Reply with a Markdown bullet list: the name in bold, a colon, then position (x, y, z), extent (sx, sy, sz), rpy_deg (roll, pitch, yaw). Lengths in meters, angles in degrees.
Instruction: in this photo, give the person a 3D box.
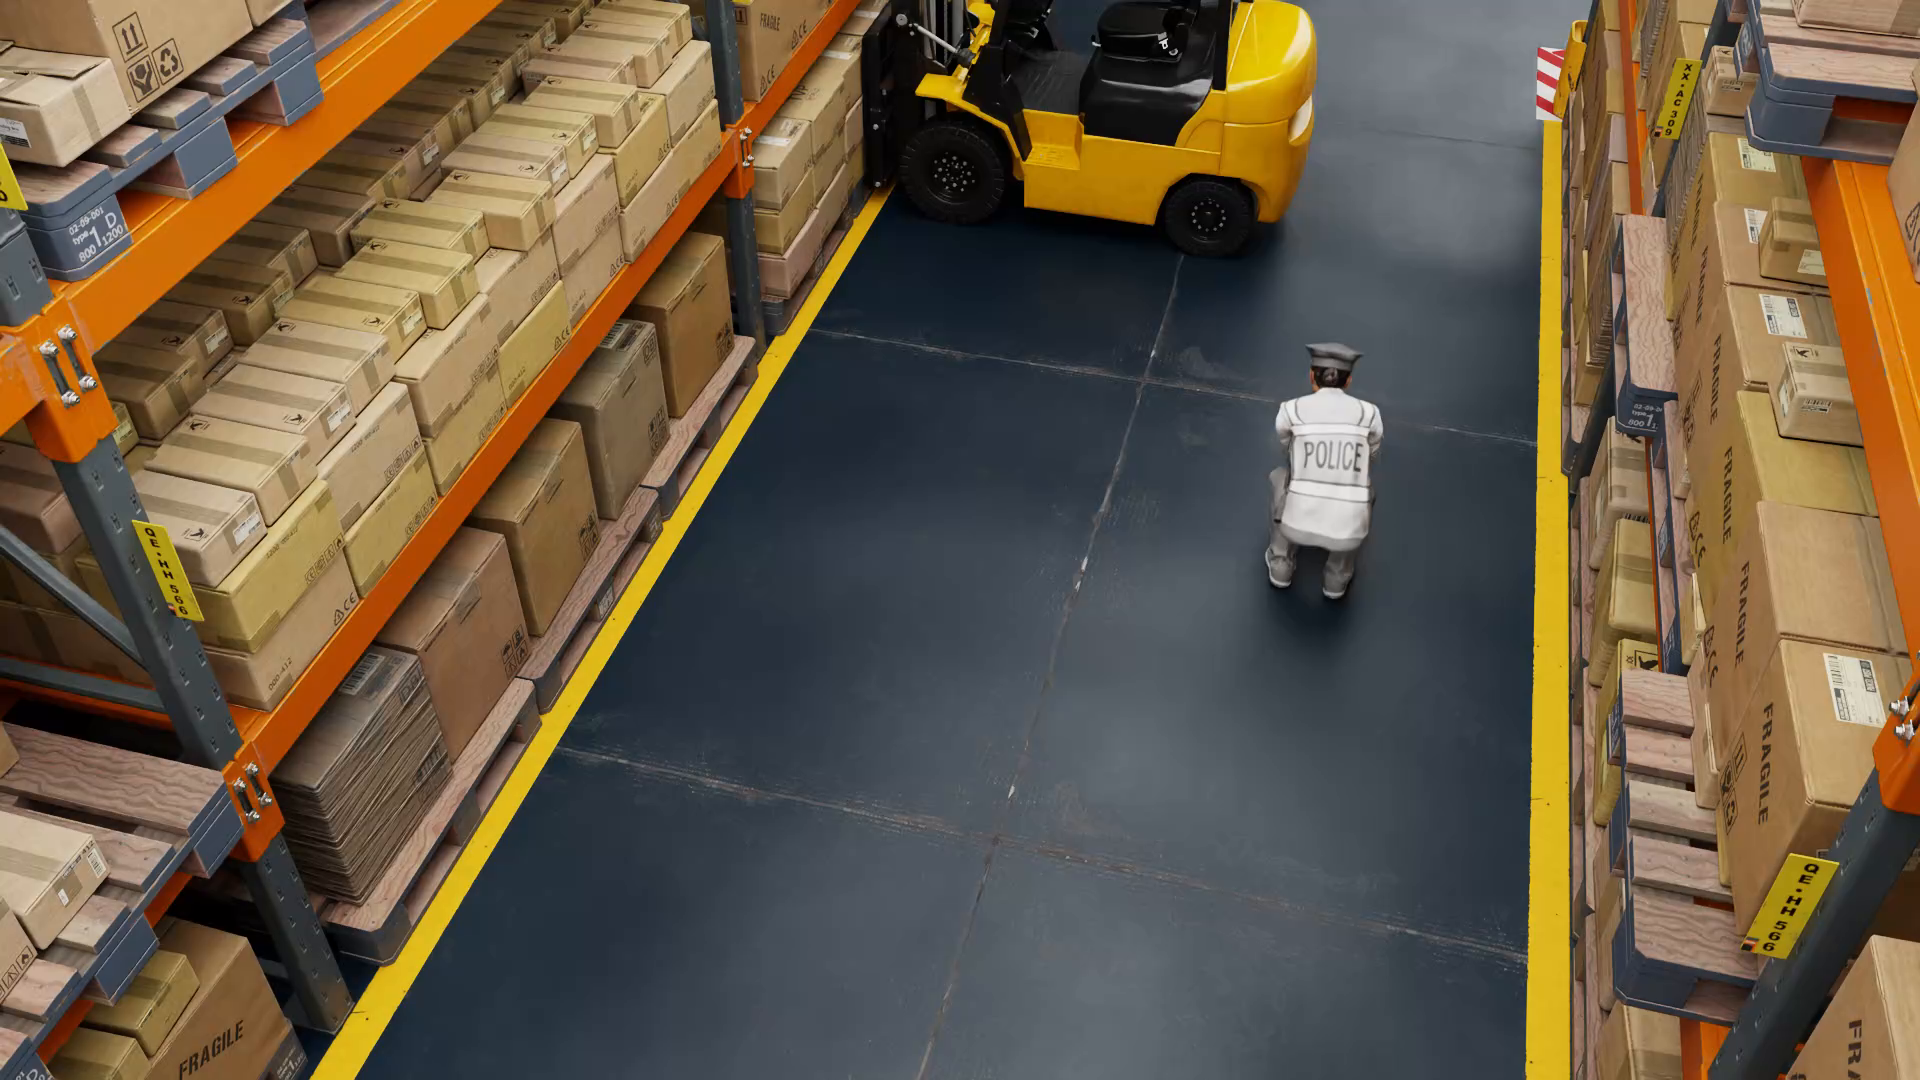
- **person**: position (1.547, -0.304, 7.037), extent (0.468, 0.979, 0.837), rpy_deg (9, 42, 10)
